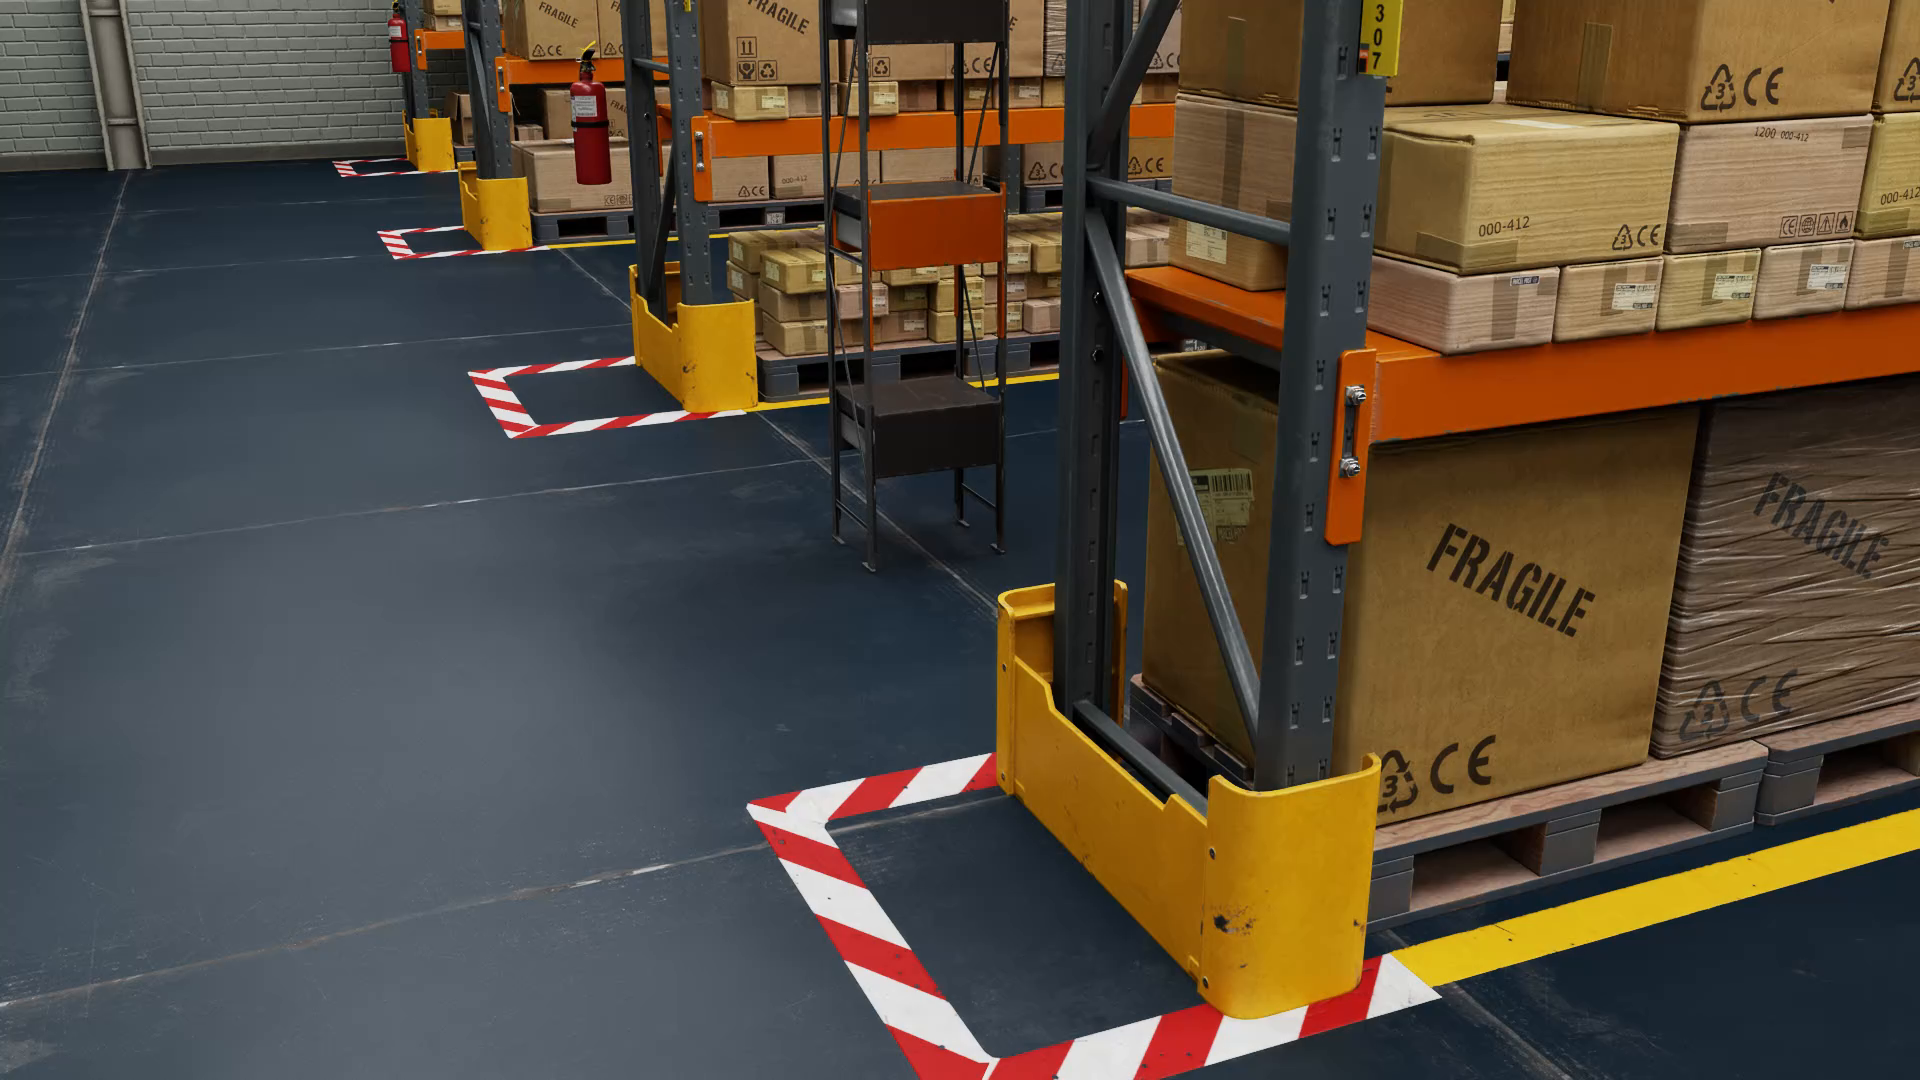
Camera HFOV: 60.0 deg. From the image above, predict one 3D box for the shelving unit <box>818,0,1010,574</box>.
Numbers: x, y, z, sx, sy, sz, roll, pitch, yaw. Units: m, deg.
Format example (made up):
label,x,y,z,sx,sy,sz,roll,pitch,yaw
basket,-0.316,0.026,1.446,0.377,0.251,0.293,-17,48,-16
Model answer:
label,x,y,z,sx,sy,sz,roll,pitch,yaw
shelving unit,-0.152,-0.969,5.611,0.503,2.100,0.431,-8,21,-22

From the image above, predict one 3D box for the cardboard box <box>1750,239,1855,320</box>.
label,x,y,z,sx,sy,sz,roll,pitch,yaw
cardboard box,1.650,-0.587,3.551,0.250,0.149,0.380,-8,21,-23

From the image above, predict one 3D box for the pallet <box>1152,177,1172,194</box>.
label,x,y,z,sx,sy,sz,roll,pitch,yaw
pallet,2.032,-3.176,14.725,1.213,0.211,1.003,-8,21,-22

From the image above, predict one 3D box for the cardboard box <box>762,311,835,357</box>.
label,x,y,z,sx,sy,sz,roll,pitch,yaw
cardboard box,-0.780,-1.007,8.027,0.250,0.149,0.380,-8,21,-21

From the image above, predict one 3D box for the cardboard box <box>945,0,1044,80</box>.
label,x,y,z,sx,sy,sz,roll,pitch,yaw
cardboard box,0.070,-2.484,7.961,0.500,0.500,0.500,-8,21,-21

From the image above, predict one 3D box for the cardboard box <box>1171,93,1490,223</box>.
label,x,y,z,sx,sy,sz,roll,pitch,yaw
cardboard box,0.824,-0.871,3.758,0.500,0.250,0.500,-9,21,-23

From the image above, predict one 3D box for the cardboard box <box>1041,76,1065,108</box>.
label,x,y,z,sx,sy,sz,roll,pitch,yaw
cardboard box,0.452,-2.228,8.211,0.250,0.149,0.380,-7,21,-20

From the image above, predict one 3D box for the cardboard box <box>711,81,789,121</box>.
label,x,y,z,sx,sy,sz,roll,pitch,yaw
cardboard box,-0.960,-2.007,7.584,0.250,0.149,0.380,-8,21,-22

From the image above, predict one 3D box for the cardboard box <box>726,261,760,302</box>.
label,x,y,z,sx,sy,sz,roll,pitch,yaw
cardboard box,-1.016,-1.333,8.503,0.250,0.149,0.380,-9,21,-23

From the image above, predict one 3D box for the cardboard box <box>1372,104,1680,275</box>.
label,x,y,z,sx,sy,sz,roll,pitch,yaw
cardboard box,1.032,-0.707,3.292,0.500,0.250,0.500,-9,21,-23

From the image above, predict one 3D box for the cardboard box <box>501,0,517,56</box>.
label,x,y,z,sx,sy,sz,roll,pitch,yaw
cardboard box,-3.103,-3.870,12.347,0.500,0.500,0.500,-8,21,-22

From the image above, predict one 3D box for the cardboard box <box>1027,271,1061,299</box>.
label,x,y,z,sx,sy,sz,roll,pitch,yaw
cardboard box,0.376,-1.358,8.574,0.250,0.149,0.380,-7,21,-19

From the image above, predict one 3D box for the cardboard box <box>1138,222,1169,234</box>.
label,x,y,z,sx,sy,sz,roll,pitch,yaw
cardboard box,1.136,-1.562,8.706,0.250,0.149,0.380,-9,21,-25

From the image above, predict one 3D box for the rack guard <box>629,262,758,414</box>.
label,x,y,z,sx,sy,sz,roll,pitch,yaw
rack guard,-1.318,-1.014,8.148,0.348,0.500,1.175,-8,21,-22

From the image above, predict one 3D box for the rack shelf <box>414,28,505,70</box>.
label,x,y,z,sx,sy,sz,roll,pitch,yaw
rack shelf,-3.574,-5.116,17.118,4.000,0.370,1.077,-8,21,-22

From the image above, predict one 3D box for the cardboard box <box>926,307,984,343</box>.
label,x,y,z,sx,sy,sz,roll,pitch,yaw
cardboard box,-0.068,-1.102,8.295,0.250,0.149,0.380,-8,21,-21

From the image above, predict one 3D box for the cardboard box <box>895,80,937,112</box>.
label,x,y,z,sx,sy,sz,roll,pitch,yaw
cardboard box,-0.291,-2.148,7.984,0.250,0.149,0.380,-7,21,-19

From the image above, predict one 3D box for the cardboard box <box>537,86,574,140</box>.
label,x,y,z,sx,sy,sz,roll,pitch,yaw
cardboard box,-4.011,-4.363,17.029,0.500,0.500,0.700,-7,21,-20

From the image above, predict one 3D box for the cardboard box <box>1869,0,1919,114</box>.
label,x,y,z,sx,sy,sz,roll,pitch,yaw
cardboard box,1.964,-1.197,3.553,0.500,0.500,0.500,-9,21,-23

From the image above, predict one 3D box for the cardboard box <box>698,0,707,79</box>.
label,x,y,z,sx,sy,sz,roll,pitch,yaw
cardboard box,-1.077,-2.508,8.029,0.500,0.500,0.500,-8,21,-21

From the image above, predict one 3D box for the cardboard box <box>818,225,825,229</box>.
label,x,y,z,sx,sy,sz,roll,pitch,yaw
cardboard box,-0.561,-1.552,8.678,0.250,0.149,0.380,-9,21,-23

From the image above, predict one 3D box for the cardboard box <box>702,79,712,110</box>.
label,x,y,z,sx,sy,sz,roll,pitch,yaw
cardboard box,-1.200,-2.193,8.113,0.250,0.149,0.380,-8,21,-22

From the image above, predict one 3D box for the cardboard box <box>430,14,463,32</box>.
label,x,y,z,sx,sy,sz,roll,pitch,yaw
cardboard box,-5.000,-5.033,16.179,0.250,0.149,0.380,-8,21,-22

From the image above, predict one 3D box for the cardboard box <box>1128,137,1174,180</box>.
label,x,y,z,sx,sy,sz,roll,pitch,yaw
cardboard box,1.596,-3.628,14.377,0.875,0.875,0.875,-8,21,-20

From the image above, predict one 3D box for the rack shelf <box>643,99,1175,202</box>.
label,x,y,z,sx,sy,sz,roll,pitch,yaw
rack shelf,0.449,-2.106,8.571,4.000,0.370,1.077,-8,21,-22

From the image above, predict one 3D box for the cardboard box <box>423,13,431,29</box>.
label,x,y,z,sx,sy,sz,roll,pitch,yaw
cardboard box,-5.213,-5.199,16.650,0.250,0.149,0.380,-8,21,-23

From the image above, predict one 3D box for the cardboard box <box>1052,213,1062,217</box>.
label,x,y,z,sx,sy,sz,roll,pitch,yaw
cardboard box,0.684,-1.683,9.051,0.250,0.149,0.380,-9,21,-24

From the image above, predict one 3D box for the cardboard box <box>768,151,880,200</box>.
label,x,y,z,sx,sy,sz,roll,pitch,yaw
cardboard box,-1.209,-3.027,13.328,0.875,0.438,0.875,-9,21,-24

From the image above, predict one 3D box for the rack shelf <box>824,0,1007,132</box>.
label,x,y,z,sx,sy,sz,roll,pitch,yaw
rack shelf,-0.152,-1.616,5.384,0.480,0.518,0.431,-8,21,-22

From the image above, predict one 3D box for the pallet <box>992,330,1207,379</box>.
label,x,y,z,sx,sy,sz,roll,pitch,yaw
pallet,0.561,-1.133,8.921,1.213,0.211,1.003,-8,21,-22

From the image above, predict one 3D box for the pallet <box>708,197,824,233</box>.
label,x,y,z,sx,sy,sz,roll,pitch,yaw
pallet,-1.620,-2.652,13.236,1.213,0.211,1.003,-8,21,-22

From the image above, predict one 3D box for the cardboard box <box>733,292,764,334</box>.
label,x,y,z,sx,sy,sz,roll,pitch,yaw
cardboard box,-0.987,-1.169,8.486,0.250,0.149,0.380,-8,21,-21

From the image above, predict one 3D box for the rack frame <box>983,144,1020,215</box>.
label,x,y,z,sx,sy,sz,roll,pitch,yaw
rack frame,0.232,-4.205,13.449,0.127,3.000,1.000,-8,21,-22

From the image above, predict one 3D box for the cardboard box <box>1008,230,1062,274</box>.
label,x,y,z,sx,sy,sz,roll,pitch,yaw
cardboard box,0.429,-1.461,8.420,0.250,0.149,0.380,-8,21,-21

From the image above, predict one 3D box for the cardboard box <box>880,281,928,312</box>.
label,x,y,z,sx,sy,sz,roll,pitch,yaw
cardboard box,-0.341,-1.245,8.254,0.250,0.149,0.380,-8,21,-21

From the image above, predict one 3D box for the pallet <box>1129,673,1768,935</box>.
label,x,y,z,sx,sy,sz,roll,pitch,yaw
pallet,1.187,0.529,4.201,1.213,0.211,1.003,-8,21,-22

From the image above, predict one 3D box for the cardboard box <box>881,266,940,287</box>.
label,x,y,z,sx,sy,sz,roll,pitch,yaw
cardboard box,-0.284,-1.349,8.101,0.250,0.149,0.380,-8,21,-22

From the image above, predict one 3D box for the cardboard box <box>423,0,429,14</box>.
label,x,y,z,sx,sy,sz,roll,pitch,yaw
cardboard box,-5.094,-5.403,16.629,0.500,0.250,0.500,-8,21,-20

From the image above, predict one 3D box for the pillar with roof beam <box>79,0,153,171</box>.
label,x,y,z,sx,sy,sz,roll,pitch,yaw
pillar with roof beam,-6.538,-6.629,11.300,0.400,9.000,9.100,-8,21,-22

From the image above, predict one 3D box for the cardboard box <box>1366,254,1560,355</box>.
label,x,y,z,sx,sy,sz,roll,pitch,yaw
cardboard box,0.941,-0.484,3.260,0.250,0.149,0.380,-8,21,-21

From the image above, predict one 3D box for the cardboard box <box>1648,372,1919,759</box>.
label,x,y,z,sx,sy,sz,roll,pitch,yaw
cardboard box,1.876,-0.081,4.303,0.875,0.875,0.875,-8,21,-22

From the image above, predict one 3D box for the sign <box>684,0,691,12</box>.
label,x,y,z,sx,sy,sz,roll,pitch,yaw
sign,-1.173,-2.426,7.091,0.005,0.325,0.100,-8,21,-22
